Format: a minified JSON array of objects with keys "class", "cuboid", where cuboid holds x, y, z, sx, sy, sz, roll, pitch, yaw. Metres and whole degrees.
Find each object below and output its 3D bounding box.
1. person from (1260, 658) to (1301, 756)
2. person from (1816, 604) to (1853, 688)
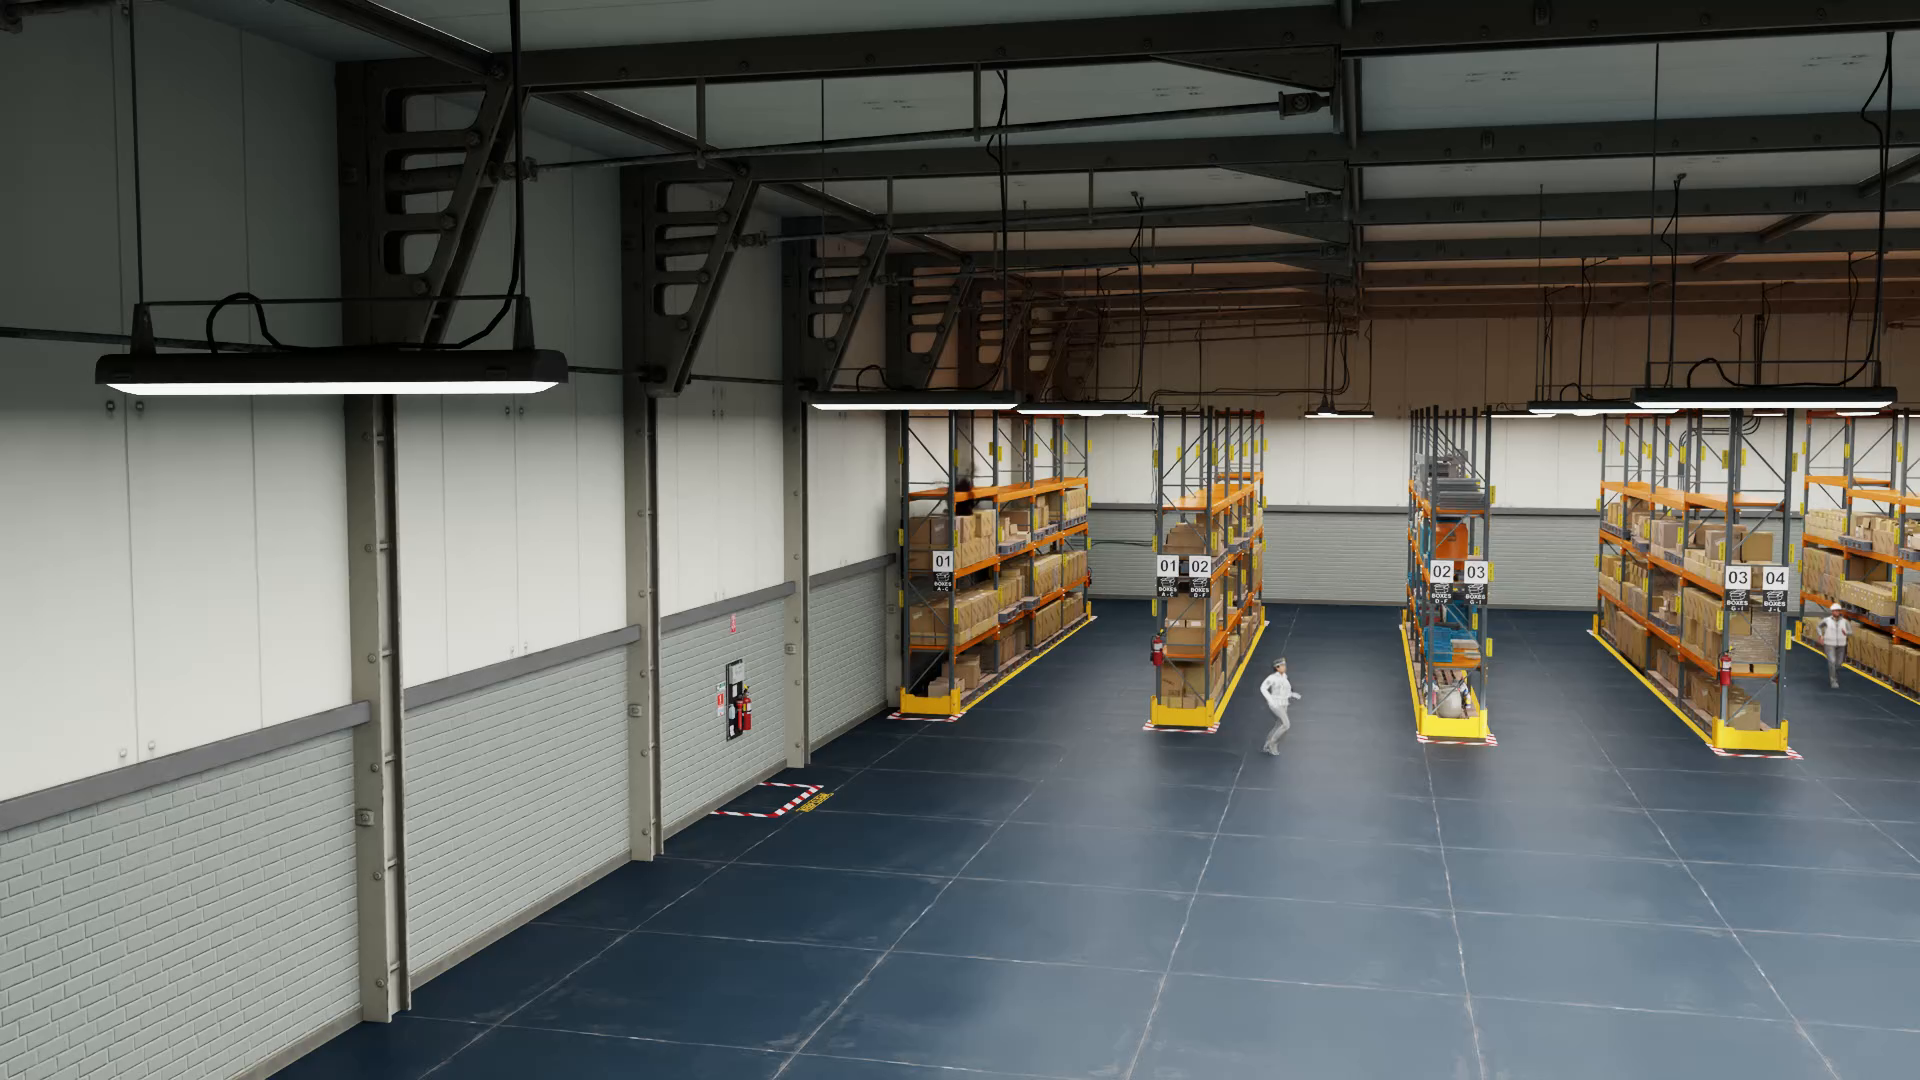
[{"class":"person","cuboid":[5.479,2.844,28.419,0.639,1.682,0.590,4,5,41]},{"class":"person","cuboid":[18.800,2.249,35.729,0.653,1.761,0.967,1,4,12]}]
